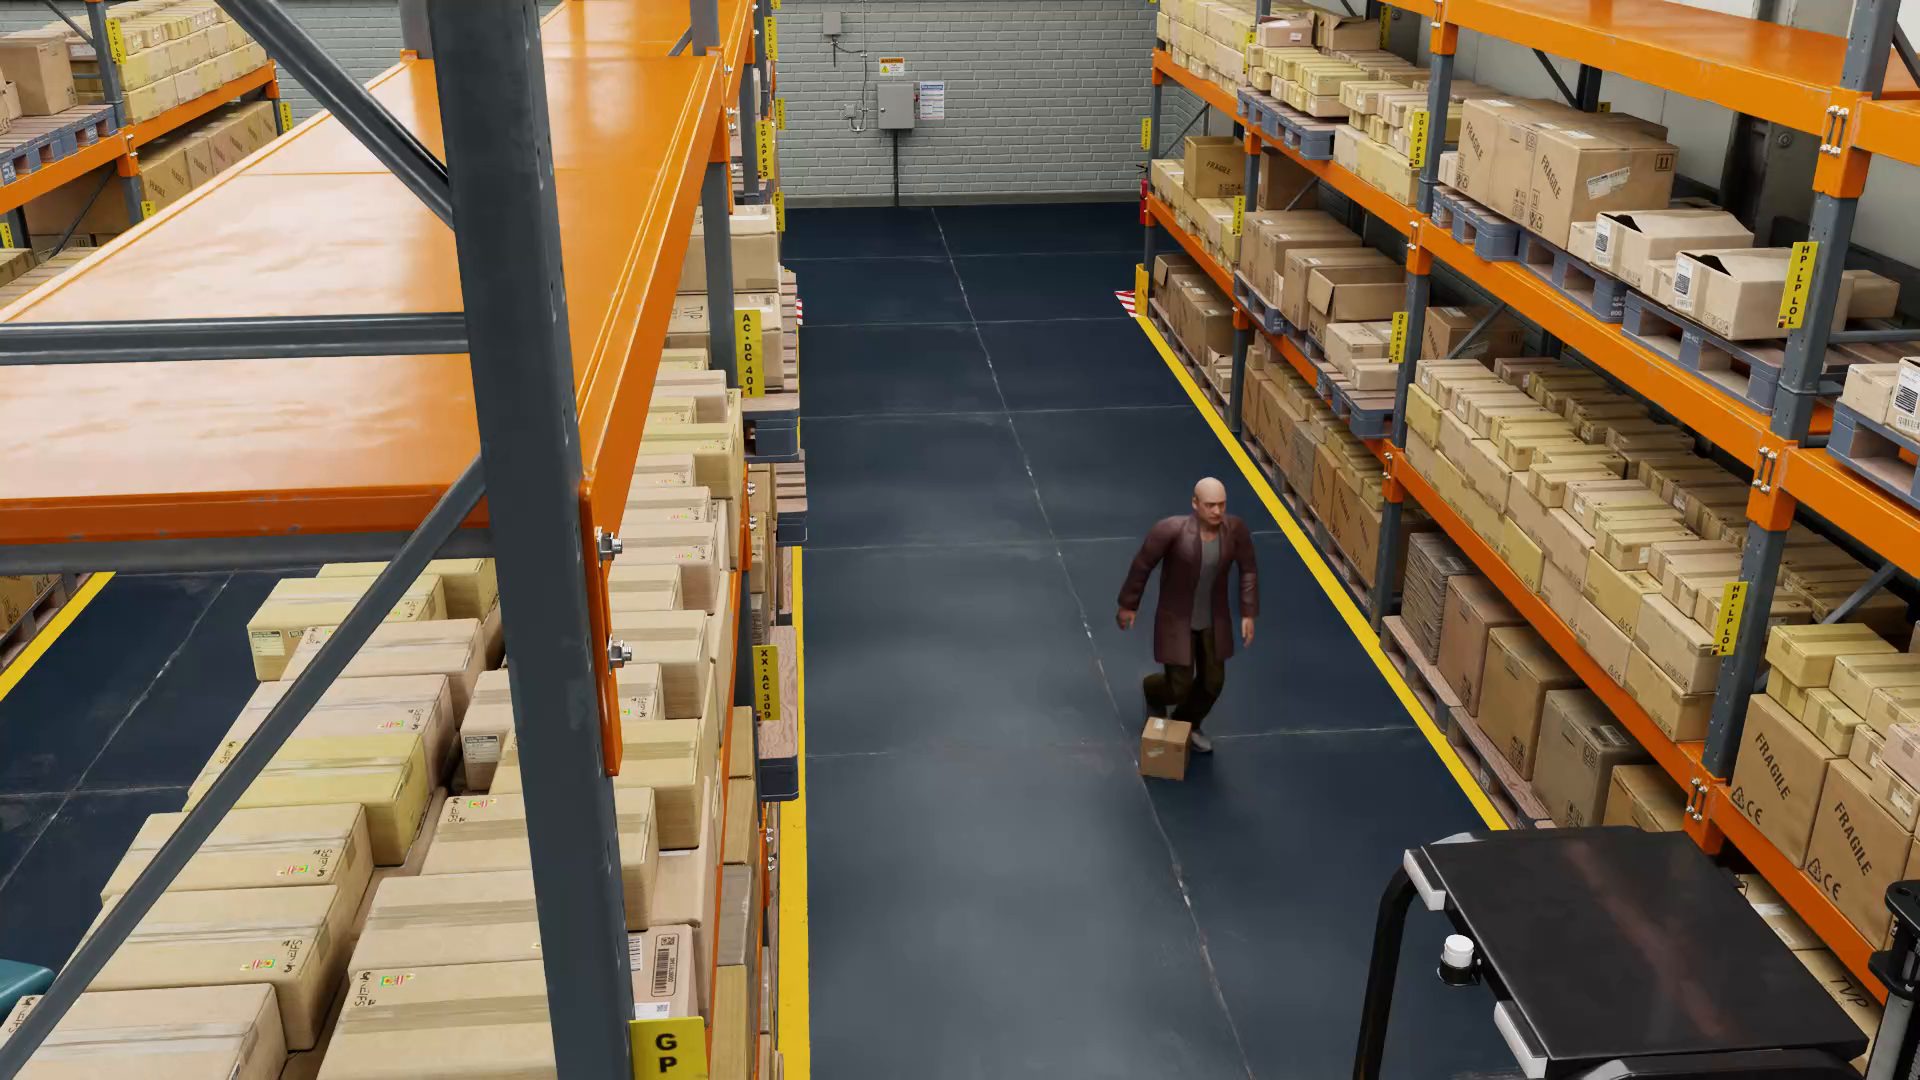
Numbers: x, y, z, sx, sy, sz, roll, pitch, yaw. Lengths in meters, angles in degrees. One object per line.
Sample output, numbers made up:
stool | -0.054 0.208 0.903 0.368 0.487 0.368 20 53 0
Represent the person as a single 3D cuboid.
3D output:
person | 1.280 0.405 9.485 0.776 1.715 0.615 -6 24 -15
